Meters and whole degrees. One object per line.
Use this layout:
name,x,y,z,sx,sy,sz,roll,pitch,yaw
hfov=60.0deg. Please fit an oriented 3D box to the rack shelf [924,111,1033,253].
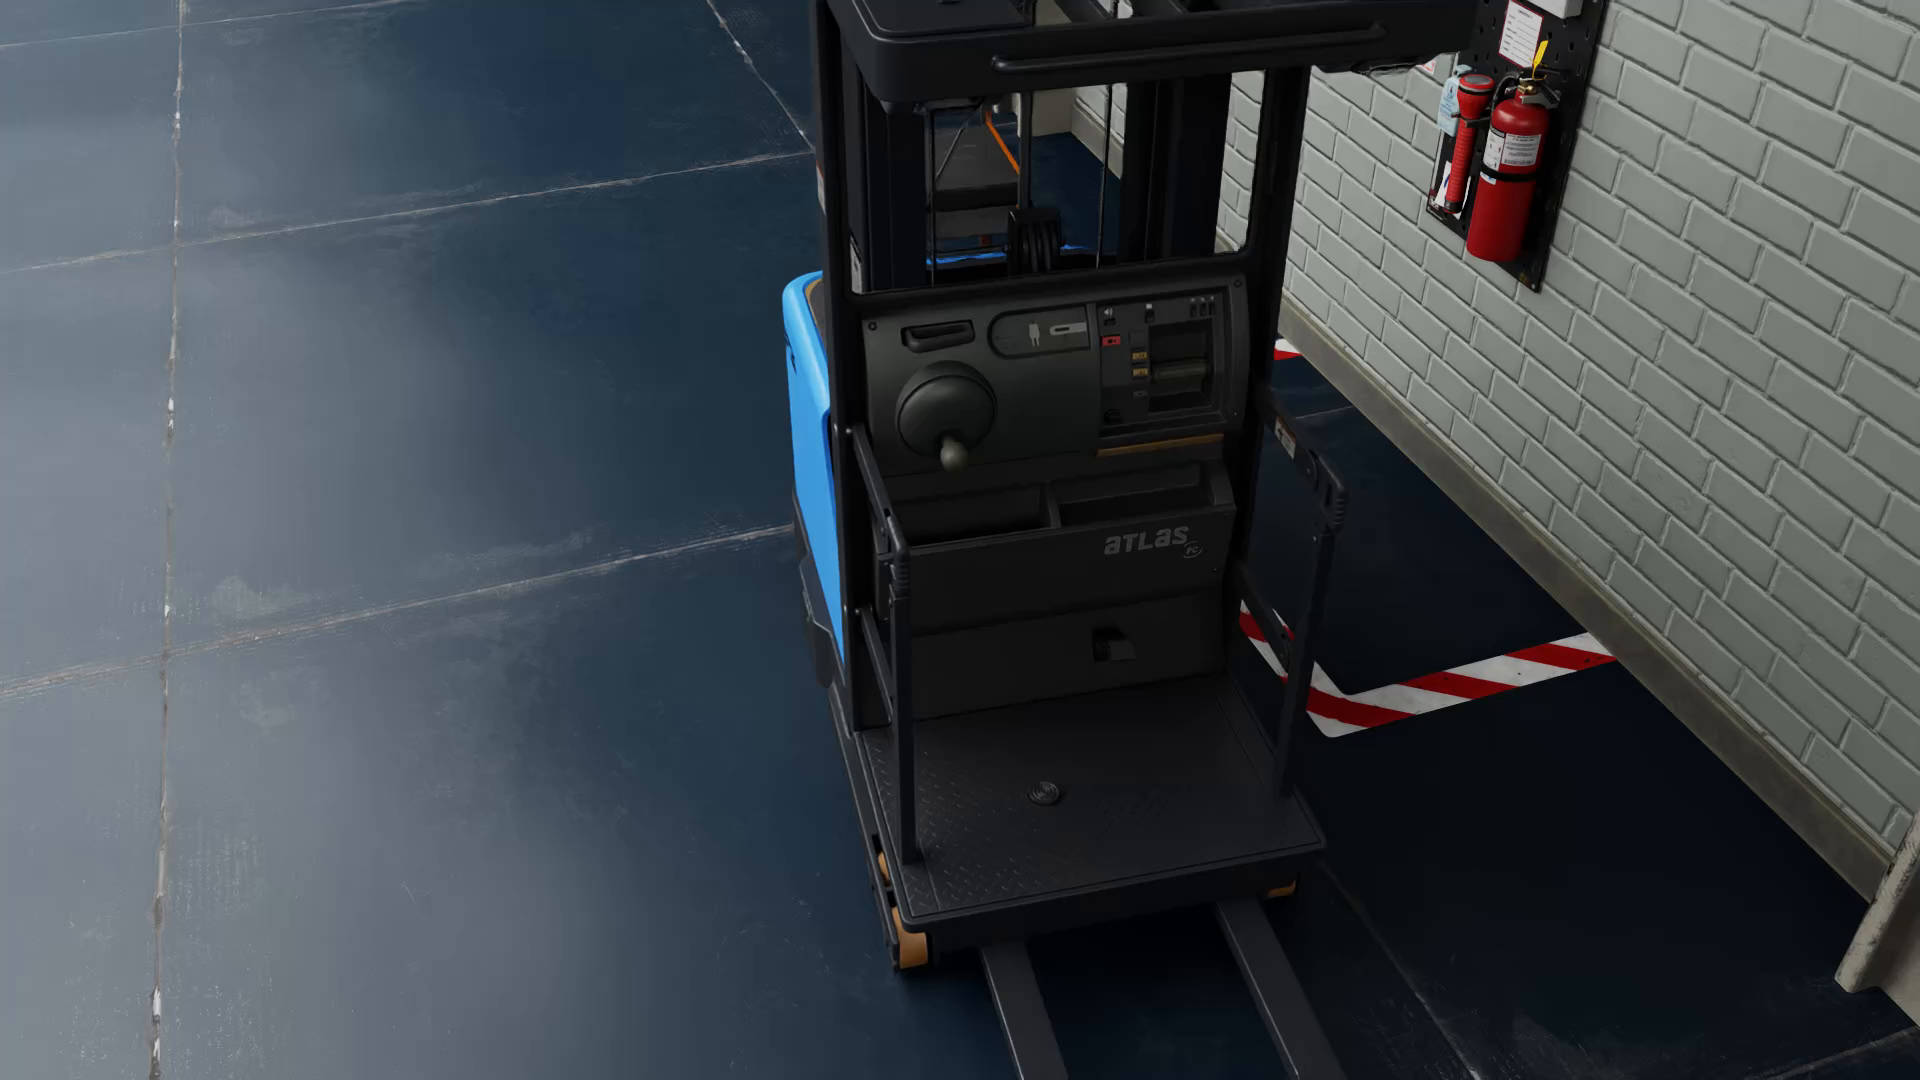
rack shelf,-0.039,-1.037,5.404,0.431,0.518,0.480,-8,38,-11

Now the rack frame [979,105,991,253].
rack frame,-0.095,-1.190,5.585,0.400,2.100,0.015,-8,38,-11

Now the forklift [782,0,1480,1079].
forklift,0.287,-0.325,3.746,1.130,2.935,3.031,-8,38,-11

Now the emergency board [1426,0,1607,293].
emergency board,1.636,-1.403,5.119,0.194,1.169,0.643,-12,39,-16

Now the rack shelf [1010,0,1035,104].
rack shelf,-0.039,-1.596,4.982,0.431,0.518,0.480,-8,38,-11

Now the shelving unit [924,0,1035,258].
shelving unit,-0.039,-1.047,5.395,0.431,2.100,0.503,-8,38,-11

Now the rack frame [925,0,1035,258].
rack frame,0.018,-0.905,5.206,0.400,2.100,0.015,-8,38,-11

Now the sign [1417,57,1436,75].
sign,1.542,-1.751,5.551,0.001,0.329,0.234,-12,39,-16

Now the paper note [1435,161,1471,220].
paper note,1.640,-1.165,5.536,0.016,0.148,0.142,-12,39,-16

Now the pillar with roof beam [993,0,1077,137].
pillar with roof beam,-3.656,-4.893,4.767,9.100,9.000,0.400,-12,39,-16
